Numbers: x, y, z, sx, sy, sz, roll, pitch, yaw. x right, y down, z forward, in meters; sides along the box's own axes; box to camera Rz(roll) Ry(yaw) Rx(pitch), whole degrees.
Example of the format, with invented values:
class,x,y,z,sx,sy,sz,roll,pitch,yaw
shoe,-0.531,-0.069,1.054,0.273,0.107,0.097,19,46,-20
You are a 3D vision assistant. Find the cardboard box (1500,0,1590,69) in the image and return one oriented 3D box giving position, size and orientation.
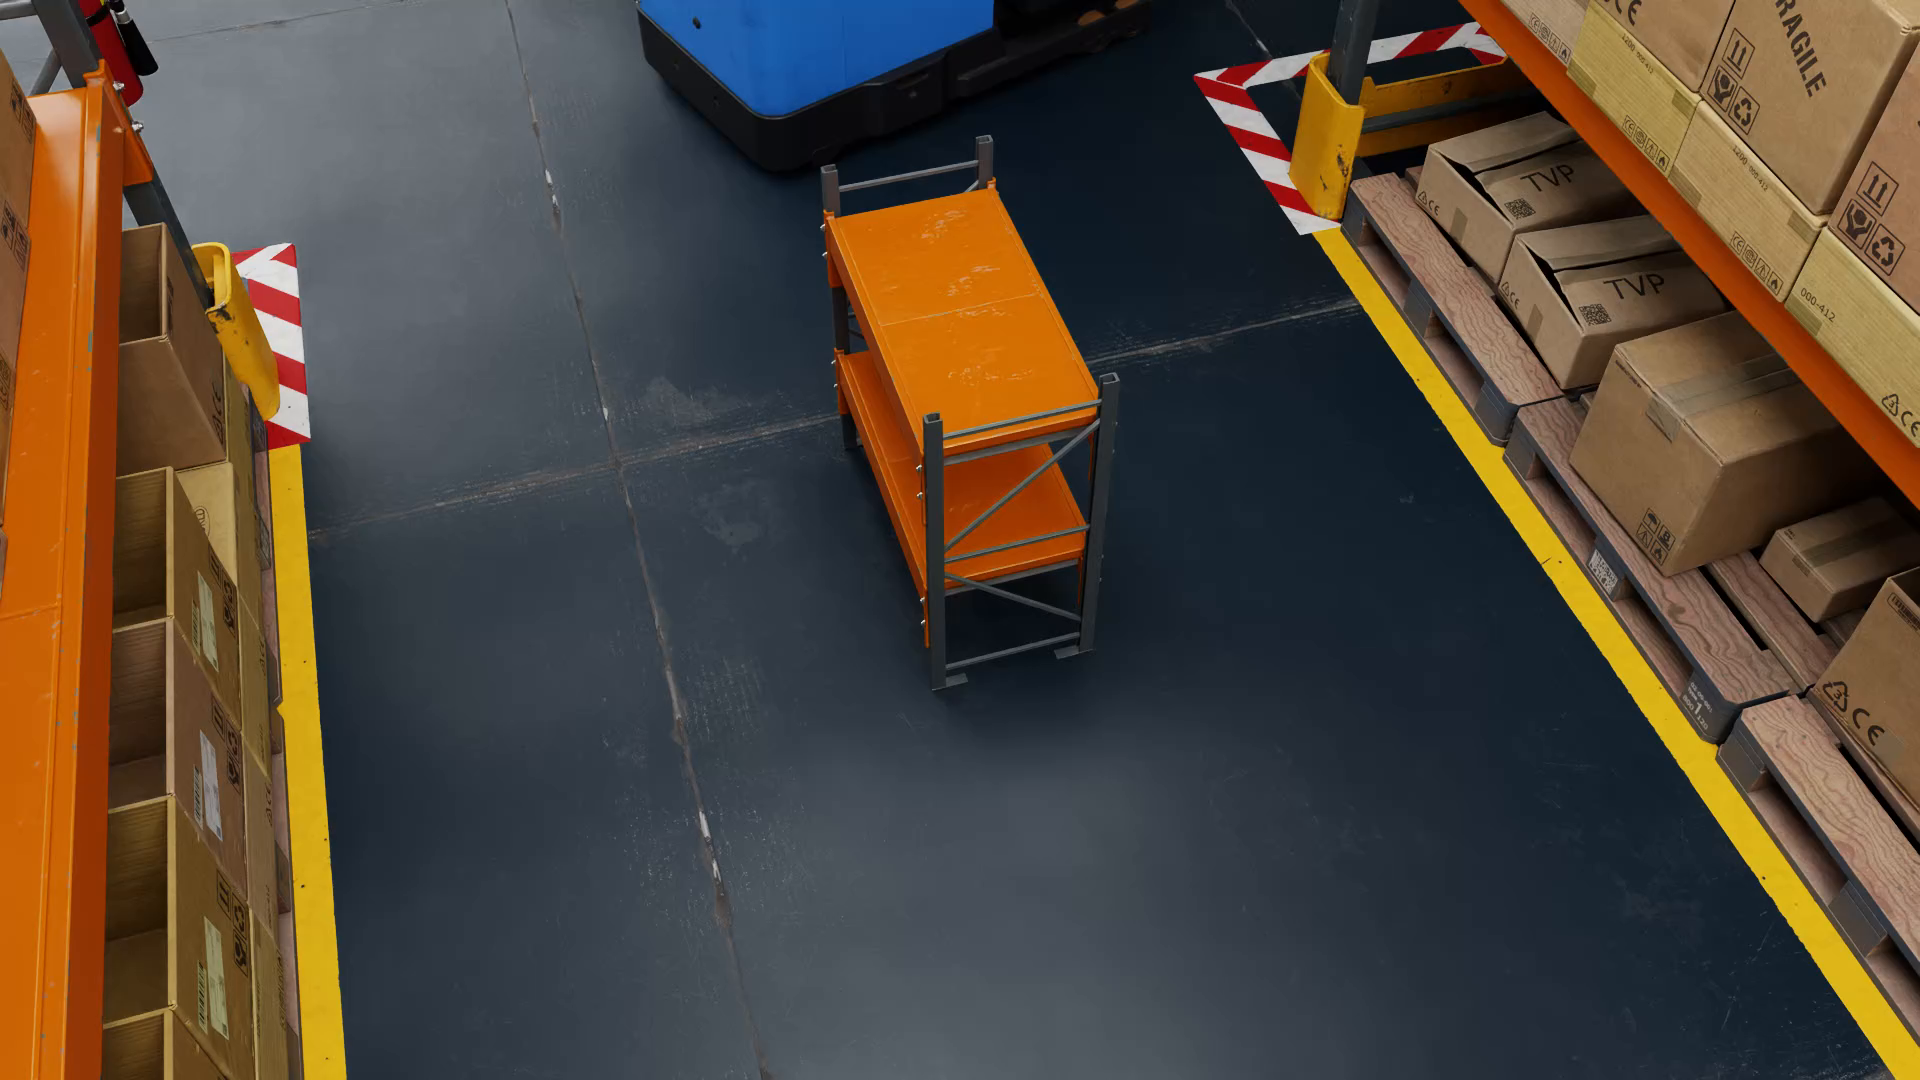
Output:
class,x,y,z,sx,sy,sz,roll,pitch,yaw
cardboard box,1.852,-1.628,4.745,0.500,0.250,0.500,-15,51,-12

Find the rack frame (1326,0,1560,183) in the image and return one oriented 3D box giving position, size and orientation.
class,x,y,z,sx,sy,sz,roll,pitch,yaw
rack frame,1.843,-2.474,5.374,1.000,3.000,0.127,-13,51,-11

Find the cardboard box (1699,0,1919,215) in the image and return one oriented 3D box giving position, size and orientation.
class,x,y,z,sx,sy,sz,roll,pitch,yaw
cardboard box,2.145,-1.141,3.844,0.500,0.500,0.500,-12,51,-10

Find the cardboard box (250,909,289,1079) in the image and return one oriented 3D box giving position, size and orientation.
class,x,y,z,sx,sy,sz,roll,pitch,yaw
cardboard box,-1.838,1.181,3.816,0.500,0.250,0.500,-13,51,-11

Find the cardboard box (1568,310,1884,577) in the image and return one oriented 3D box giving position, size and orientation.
class,x,y,z,sx,sy,sz,roll,pitch,yaw
cardboard box,2.300,-0.321,4.906,0.700,0.500,0.500,-16,52,-13

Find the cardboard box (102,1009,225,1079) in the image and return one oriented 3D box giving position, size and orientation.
class,x,y,z,sx,sy,sz,roll,pitch,yaw
cardboard box,-1.698,1.307,3.220,0.500,0.500,0.500,-13,51,-11

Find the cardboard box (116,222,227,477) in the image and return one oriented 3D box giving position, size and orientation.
class,x,y,z,sx,sy,sz,roll,pitch,yaw
cardboard box,-2.445,-0.517,4.758,0.500,0.500,0.500,-13,51,-11

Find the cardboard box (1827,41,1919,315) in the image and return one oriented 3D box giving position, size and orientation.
class,x,y,z,sx,sy,sz,roll,pitch,yaw
cardboard box,2.299,-0.761,3.524,0.500,0.500,0.500,-15,51,-12

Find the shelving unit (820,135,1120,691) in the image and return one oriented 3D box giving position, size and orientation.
class,x,y,z,sx,sy,sz,roll,pitch,yaw
shelving unit,0.002,-0.358,4.816,0.538,1.125,1.048,-13,51,-11

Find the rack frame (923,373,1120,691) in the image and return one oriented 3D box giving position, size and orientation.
class,x,y,z,sx,sy,sz,roll,pitch,yaw
rack frame,0.152,0.014,4.503,0.500,1.125,0.032,-13,51,-11

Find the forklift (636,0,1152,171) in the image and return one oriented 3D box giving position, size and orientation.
class,x,y,z,sx,sy,sz,roll,pitch,yaw
forklift,0.190,-3.283,6.100,3.031,2.935,1.130,-30,56,-23

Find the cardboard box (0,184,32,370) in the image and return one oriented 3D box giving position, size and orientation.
class,x,y,z,sx,sy,sz,roll,pitch,yaw
cardboard box,-2.602,-0.657,3.777,0.700,0.500,0.500,-12,51,-10

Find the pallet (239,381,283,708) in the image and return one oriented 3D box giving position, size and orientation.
class,x,y,z,sx,sy,sz,roll,pitch,yaw
pallet,-2.621,0.097,5.030,1.003,0.211,1.213,-13,51,-11

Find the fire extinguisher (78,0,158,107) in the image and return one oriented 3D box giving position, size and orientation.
class,x,y,z,sx,sy,sz,roll,pitch,yaw
fire extinguisher,-2.479,-1.517,4.618,0.296,0.674,0.183,-13,51,-11

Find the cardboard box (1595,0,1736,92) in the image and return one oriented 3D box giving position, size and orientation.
class,x,y,z,sx,sy,sz,roll,pitch,yaw
cardboard box,1.981,-1.515,4.160,0.500,0.500,0.500,-15,51,-12

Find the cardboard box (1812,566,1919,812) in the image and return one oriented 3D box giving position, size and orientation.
class,x,y,z,sx,sy,sz,roll,pitch,yaw
cardboard box,2.681,0.363,4.330,0.500,0.500,0.500,-17,52,-14

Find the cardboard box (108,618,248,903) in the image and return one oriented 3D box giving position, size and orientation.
class,x,y,z,sx,sy,sz,roll,pitch,yaw
cardboard box,-1.988,0.575,3.837,0.500,0.500,0.500,-13,51,-11

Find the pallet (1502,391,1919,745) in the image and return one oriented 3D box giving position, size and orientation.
class,x,y,z,sx,sy,sz,roll,pitch,yaw
pallet,2.429,-0.029,5.136,1.003,0.211,1.213,-13,51,-11

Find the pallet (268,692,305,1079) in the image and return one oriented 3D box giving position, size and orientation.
class,x,y,z,sx,sy,sz,roll,pitch,yaw
pallet,-2.264,0.986,4.280,1.003,0.211,1.213,-13,51,-11

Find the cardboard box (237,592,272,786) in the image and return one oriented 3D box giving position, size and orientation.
class,x,y,z,sx,sy,sz,roll,pitch,yaw
cardboard box,-2.138,0.452,4.431,0.500,0.250,0.500,-13,51,-11

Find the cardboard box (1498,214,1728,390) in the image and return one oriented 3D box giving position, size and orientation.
class,x,y,z,sx,sy,sz,roll,pitch,yaw
cardboard box,2.131,-0.807,5.439,0.500,0.311,0.500,-10,51,-8

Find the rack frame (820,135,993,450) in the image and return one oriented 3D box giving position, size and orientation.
class,x,y,z,sx,sy,sz,roll,pitch,yaw
rack frame,-0.148,-0.729,5.129,0.500,1.125,0.032,-13,51,-11

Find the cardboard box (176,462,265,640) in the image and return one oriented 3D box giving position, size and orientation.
class,x,y,z,sx,sy,sz,roll,pitch,yaw
cardboard box,-2.287,0.087,4.738,0.500,0.250,0.500,-13,51,-11

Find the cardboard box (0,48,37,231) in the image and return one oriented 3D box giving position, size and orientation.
class,x,y,z,sx,sy,sz,roll,pitch,yaw
cardboard box,-2.762,-1.039,4.099,0.700,0.500,0.500,-13,51,-11

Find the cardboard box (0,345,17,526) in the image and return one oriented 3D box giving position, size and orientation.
class,x,y,z,sx,sy,sz,roll,pitch,yaw
cardboard box,-2.461,-0.293,3.470,0.700,0.500,0.500,-13,51,-11

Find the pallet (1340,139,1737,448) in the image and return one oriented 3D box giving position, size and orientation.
class,x,y,z,sx,sy,sz,roll,pitch,yaw
pallet,2.072,-0.918,5.886,1.003,0.211,1.213,-13,51,-11

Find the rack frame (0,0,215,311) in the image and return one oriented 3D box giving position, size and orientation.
class,x,y,z,sx,sy,sz,roll,pitch,yaw
rack frame,-2.888,-1.351,4.427,1.000,3.000,0.127,-13,51,-11

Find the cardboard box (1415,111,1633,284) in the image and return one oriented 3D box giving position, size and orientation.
class,x,y,z,sx,sy,sz,roll,pitch,yaw
cardboard box,1.962,-1.223,5.790,0.500,0.311,0.500,-19,52,-15

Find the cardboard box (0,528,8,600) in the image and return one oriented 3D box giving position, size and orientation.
class,x,y,z,sx,sy,sz,roll,pitch,yaw
cardboard box,-2.301,0.091,3.146,0.700,0.500,0.500,-12,51,-10

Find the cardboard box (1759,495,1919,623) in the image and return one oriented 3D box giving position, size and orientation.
class,x,y,z,sx,sy,sz,roll,pitch,yaw
cardboard box,2.572,0.052,4.821,0.380,0.149,0.250,-17,52,-14

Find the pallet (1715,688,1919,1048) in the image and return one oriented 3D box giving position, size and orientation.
class,x,y,z,sx,sy,sz,roll,pitch,yaw
pallet,2.794,0.864,4.384,1.003,0.211,1.213,-13,51,-11

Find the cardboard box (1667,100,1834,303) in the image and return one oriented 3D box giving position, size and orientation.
class,x,y,z,sx,sy,sz,roll,pitch,yaw
cardboard box,2.144,-0.885,4.119,0.500,0.250,0.500,-13,51,-11

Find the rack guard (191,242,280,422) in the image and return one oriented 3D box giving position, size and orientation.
class,x,y,z,sx,sy,sz,roll,pitch,yaw
rack guard,-2.895,-0.563,5.398,1.175,0.500,0.348,-13,51,-11

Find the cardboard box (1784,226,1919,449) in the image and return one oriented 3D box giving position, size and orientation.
class,x,y,z,sx,sy,sz,roll,pitch,yaw
cardboard box,2.294,-0.517,3.809,0.500,0.250,0.500,-14,51,-11

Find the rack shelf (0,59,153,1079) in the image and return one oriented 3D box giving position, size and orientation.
class,x,y,z,sx,sy,sz,roll,pitch,yaw
rack shelf,-2.296,0.342,3.471,1.077,0.370,4.000,-13,51,-11

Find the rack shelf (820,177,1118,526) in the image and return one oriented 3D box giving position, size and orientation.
class,x,y,z,sx,sy,sz,roll,pitch,yaw
rack shelf,0.002,-0.546,4.592,0.538,0.278,1.000,-13,51,-11

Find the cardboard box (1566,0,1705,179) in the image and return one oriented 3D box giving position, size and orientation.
class,x,y,z,sx,sy,sz,roll,pitch,yaw
cardboard box,1.997,-1.254,4.431,0.500,0.250,0.500,-14,51,-12

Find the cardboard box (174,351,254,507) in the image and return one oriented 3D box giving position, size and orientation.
class,x,y,z,sx,sy,sz,roll,pitch,yaw
cardboard box,-2.447,-0.275,5.044,0.500,0.250,0.500,-13,51,-11

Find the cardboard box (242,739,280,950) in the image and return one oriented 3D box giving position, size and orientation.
class,x,y,z,sx,sy,sz,roll,pitch,yaw
cardboard box,-1.992,0.818,4.123,0.500,0.250,0.500,-13,51,-11

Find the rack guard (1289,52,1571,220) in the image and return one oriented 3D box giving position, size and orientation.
class,x,y,z,sx,sy,sz,roll,pitch,yaw
rack guard,1.866,-1.613,6.283,1.175,0.500,0.348,-13,51,-11

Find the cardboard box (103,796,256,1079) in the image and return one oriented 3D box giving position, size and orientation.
class,x,y,z,sx,sy,sz,roll,pitch,yaw
cardboard box,-1.839,0.940,3.529,0.500,0.500,0.500,-13,51,-11

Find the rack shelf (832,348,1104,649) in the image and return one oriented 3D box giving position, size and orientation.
class,x,y,z,sx,sy,sz,roll,pitch,yaw
rack shelf,0.002,-0.200,5.003,0.538,0.278,1.000,-13,51,-11

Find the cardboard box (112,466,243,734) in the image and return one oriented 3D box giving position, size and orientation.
class,x,y,z,sx,sy,sz,roll,pitch,yaw
cardboard box,-2.135,0.210,4.145,0.500,0.500,0.500,-13,51,-11
